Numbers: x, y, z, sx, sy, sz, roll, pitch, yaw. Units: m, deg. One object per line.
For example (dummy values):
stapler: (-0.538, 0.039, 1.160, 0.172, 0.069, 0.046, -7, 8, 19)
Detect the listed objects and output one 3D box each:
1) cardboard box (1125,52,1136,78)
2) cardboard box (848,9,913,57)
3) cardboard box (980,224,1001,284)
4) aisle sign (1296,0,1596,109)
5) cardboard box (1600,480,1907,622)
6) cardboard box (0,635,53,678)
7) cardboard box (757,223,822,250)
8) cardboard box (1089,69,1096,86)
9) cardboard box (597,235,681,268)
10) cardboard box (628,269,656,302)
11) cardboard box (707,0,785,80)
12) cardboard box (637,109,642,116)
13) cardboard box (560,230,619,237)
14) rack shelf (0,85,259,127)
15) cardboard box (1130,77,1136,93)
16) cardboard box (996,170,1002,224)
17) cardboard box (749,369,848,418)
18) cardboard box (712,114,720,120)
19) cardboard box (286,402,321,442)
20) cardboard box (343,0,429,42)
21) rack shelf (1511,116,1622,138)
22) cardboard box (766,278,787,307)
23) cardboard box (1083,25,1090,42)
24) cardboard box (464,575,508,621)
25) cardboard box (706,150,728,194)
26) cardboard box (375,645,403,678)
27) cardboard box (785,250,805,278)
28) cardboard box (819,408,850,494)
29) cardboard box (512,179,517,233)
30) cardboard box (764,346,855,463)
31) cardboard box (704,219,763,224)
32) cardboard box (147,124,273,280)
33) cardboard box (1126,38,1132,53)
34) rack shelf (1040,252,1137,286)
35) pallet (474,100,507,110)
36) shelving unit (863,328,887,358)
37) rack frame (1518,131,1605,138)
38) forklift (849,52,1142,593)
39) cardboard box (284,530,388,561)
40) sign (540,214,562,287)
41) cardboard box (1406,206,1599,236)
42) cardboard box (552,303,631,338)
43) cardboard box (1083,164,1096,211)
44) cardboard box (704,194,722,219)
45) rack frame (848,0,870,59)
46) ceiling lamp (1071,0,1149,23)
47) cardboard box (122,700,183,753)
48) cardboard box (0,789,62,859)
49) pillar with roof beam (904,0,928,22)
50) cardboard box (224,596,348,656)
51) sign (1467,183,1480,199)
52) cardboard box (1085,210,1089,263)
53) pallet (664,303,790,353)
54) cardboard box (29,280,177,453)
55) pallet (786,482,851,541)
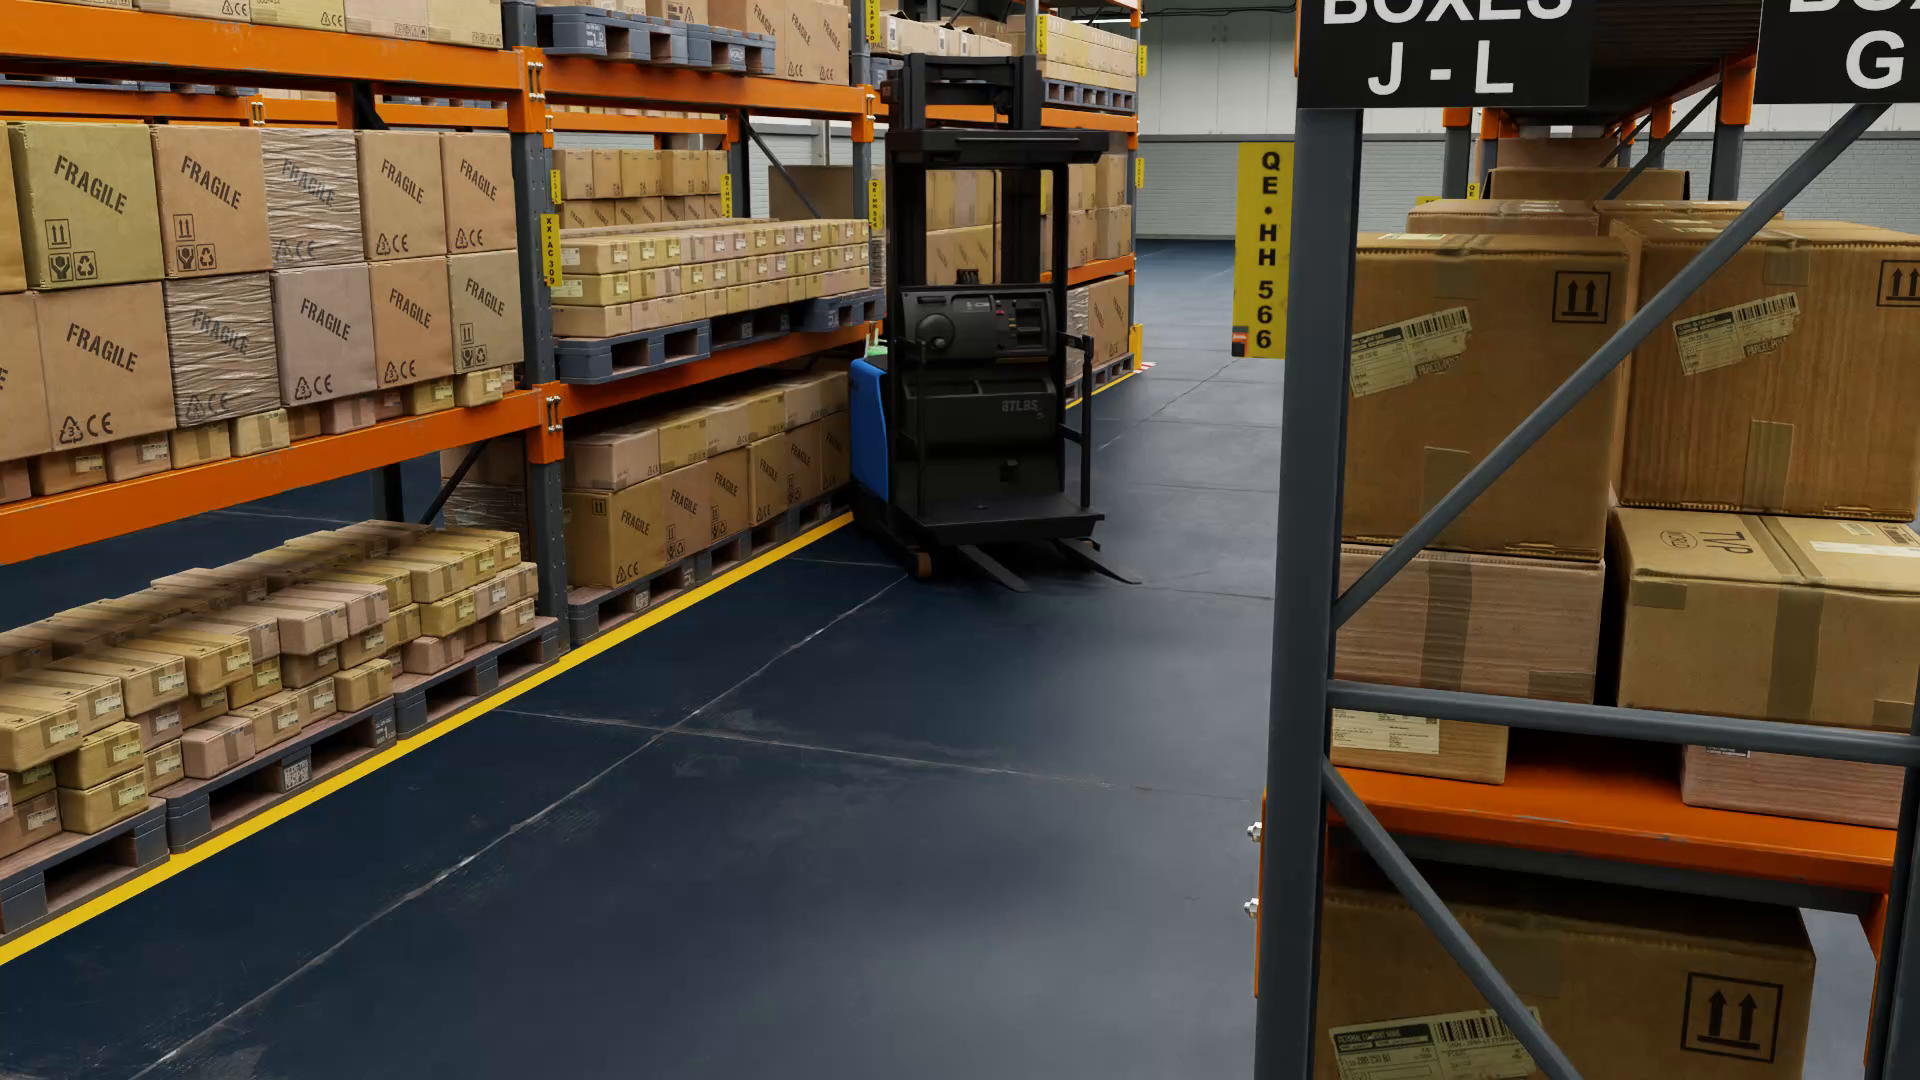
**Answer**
cardboard box: (1.602, -5.130, 17.983, 0.500, 0.250, 0.500, 5, 14, 19)
cardboard box: (-0.650, -3.590, 11.767, 0.500, 0.311, 0.500, 4, 14, 18)
cardboard box: (0.123, -2.437, 14.198, 0.500, 0.500, 0.500, 4, 14, 18)
aisle sign: (0.673, -0.992, 2.252, 0.394, 0.787, 0.004, 4, 14, 18)
cardboard box: (1.552, 0.018, 3.336, 0.500, 0.250, 0.500, 4, 14, 18)
cardboard box: (-3.472, 0.446, 5.920, 0.380, 0.149, 0.250, 5, 14, 20)
cardboard box: (-1.068, -1.853, 10.149, 0.380, 0.149, 0.250, 5, 14, 20)
cardboard box: (1.133, -4.589, 16.509, 0.380, 0.149, 0.250, 5, 14, 19)
cardboard box: (-1.654, -1.474, 8.489, 0.380, 0.149, 0.250, 4, 14, 19)
cardboard box: (-1.742, -1.271, 8.267, 0.380, 0.149, 0.250, 4, 13, 17)
cardboard box: (-1.352, -2.943, 9.674, 0.500, 0.500, 0.500, 4, 14, 18)
cardboard box: (-3.681, -4.672, 18.038, 0.380, 0.149, 0.250, 4, 14, 19)
cardboard box: (-2.102, -1.628, 9.162, 0.380, 0.149, 0.250, 4, 13, 17)
rack shelf: (-6.456, -2.807, 10.920, 1.077, 0.370, 4.000, 4, 14, 18)
cardboard box: (1.709, -4.965, 18.153, 0.380, 0.149, 0.250, 4, 14, 18)
cardboard box: (0.047, -3.055, 14.659, 0.700, 0.500, 0.500, 4, 13, 17)
cardboard box: (-1.066, -0.970, 10.985, 0.500, 0.250, 0.500, 4, 13, 17)
cardboard box: (-3.071, -5.045, 19.676, 0.380, 0.149, 0.250, 4, 14, 19)
cardboard box: (-2.680, -0.464, 6.344, 0.380, 0.149, 0.250, 4, 13, 18)
cardboard box: (-2.462, -2.101, 6.549, 0.500, 0.250, 0.500, 4, 14, 18)
rack shelf: (5.509, -3.778, 15.174, 1.077, 0.370, 4.000, 4, 14, 18)
cardboard box: (-1.237, -1.457, 9.750, 0.380, 0.149, 0.250, 5, 14, 20)
cardboard box: (1.052, -4.926, 16.191, 0.380, 0.149, 0.250, 4, 14, 18)
cardboard box: (-2.263, 0.248, 7.454, 0.380, 0.149, 0.250, 4, 13, 16)
cardboard box: (-3.179, -4.359, 19.703, 0.700, 0.500, 0.500, 4, 13, 17)
cardboard box: (-2.579, 0.509, 6.980, 0.380, 0.149, 0.250, 4, 13, 17)
cardboard box: (-1.153, -1.655, 9.950, 0.380, 0.149, 0.250, 4, 14, 18)
cardboard box: (-1.058, -0.610, 11.093, 0.500, 0.500, 0.500, 4, 14, 18)
cardboard box: (-4.447, -3.243, 16.120, 0.500, 0.500, 0.500, 4, 13, 17)
cardboard box: (-0.810, -1.011, 12.288, 1.050, 0.750, 0.750, 4, 14, 18)
cardboard box: (-1.510, -2.013, 10.852, 0.380, 0.149, 0.250, 4, 13, 17)
cardboard box: (-2.776, -1.176, 5.757, 0.500, 0.500, 0.500, 4, 13, 17)
cardboard box: (1.626, -5.300, 17.831, 0.380, 0.149, 0.250, 4, 14, 19)
rack shelf: (0.849, -2.694, 17.166, 1.077, 0.370, 4.000, 4, 14, 18)
pallet: (-4.815, -4.207, 15.860, 1.213, 0.211, 1.003, 4, 14, 18)
shelving unit: (-0.529, -0.811, 11.292, 0.258, 1.200, 0.503, 6, 12, 3)
rack frame: (6.157, -3.087, 17.273, 1.000, 3.000, 0.127, 4, 14, 18)
forklift: (0.180, -1.295, 9.576, 1.130, 2.935, 3.031, -4, 13, -16)
cardboard box: (-2.839, 0.067, 7.577, 0.380, 0.149, 0.250, 5, 14, 21)
sign: (-1.871, -1.324, 7.600, 0.100, 0.325, 0.005, 4, 14, 18)
cardboard box: (1.546, -0.703, 4.809, 0.500, 0.500, 0.500, 4, 13, 17)
cardboard box: (-1.824, -1.071, 8.060, 0.380, 0.149, 0.250, 4, 13, 16)
cardboard box: (0.891, -3.638, 16.924, 0.875, 0.550, 0.500, 4, 14, 18)
cardboard box: (-3.135, -3.860, 19.767, 0.500, 0.500, 0.500, 4, 13, 17)
rack frame: (-1.092, -4.706, 10.883, 1.000, 3.000, 0.127, 4, 14, 18)
ceiling lamp: (3.954, -15.007, 42.898, 2.000, 3.185, 0.800, 4, 14, 18)
cardboard box: (-2.949, 0.631, 5.776, 0.380, 0.149, 0.250, 4, 13, 16)
cardboard box: (-3.127, 0.887, 5.322, 0.380, 0.149, 0.250, 5, 14, 19)
pillar with roof beam: (2.842, -11.744, 41.717, 9.100, 9.000, 0.548, 4, 14, 18)
cardboard box: (-2.608, 0.330, 6.429, 0.380, 0.149, 0.250, 4, 13, 16)
sign: (3.052, -1.966, 9.935, 0.100, 0.325, 0.005, 4, 14, 18)
cardboard box: (0.829, -3.117, 17.064, 0.875, 0.550, 0.500, 4, 14, 18)
pallet: (-1.694, -1.268, 9.733, 1.003, 0.211, 1.213, 4, 14, 18)
cardboard box: (-2.955, -0.582, 5.403, 0.500, 0.500, 0.500, 5, 14, 19)
pallet: (-1.347, -0.257, 11.141, 1.003, 0.211, 1.213, 4, 14, 18)
